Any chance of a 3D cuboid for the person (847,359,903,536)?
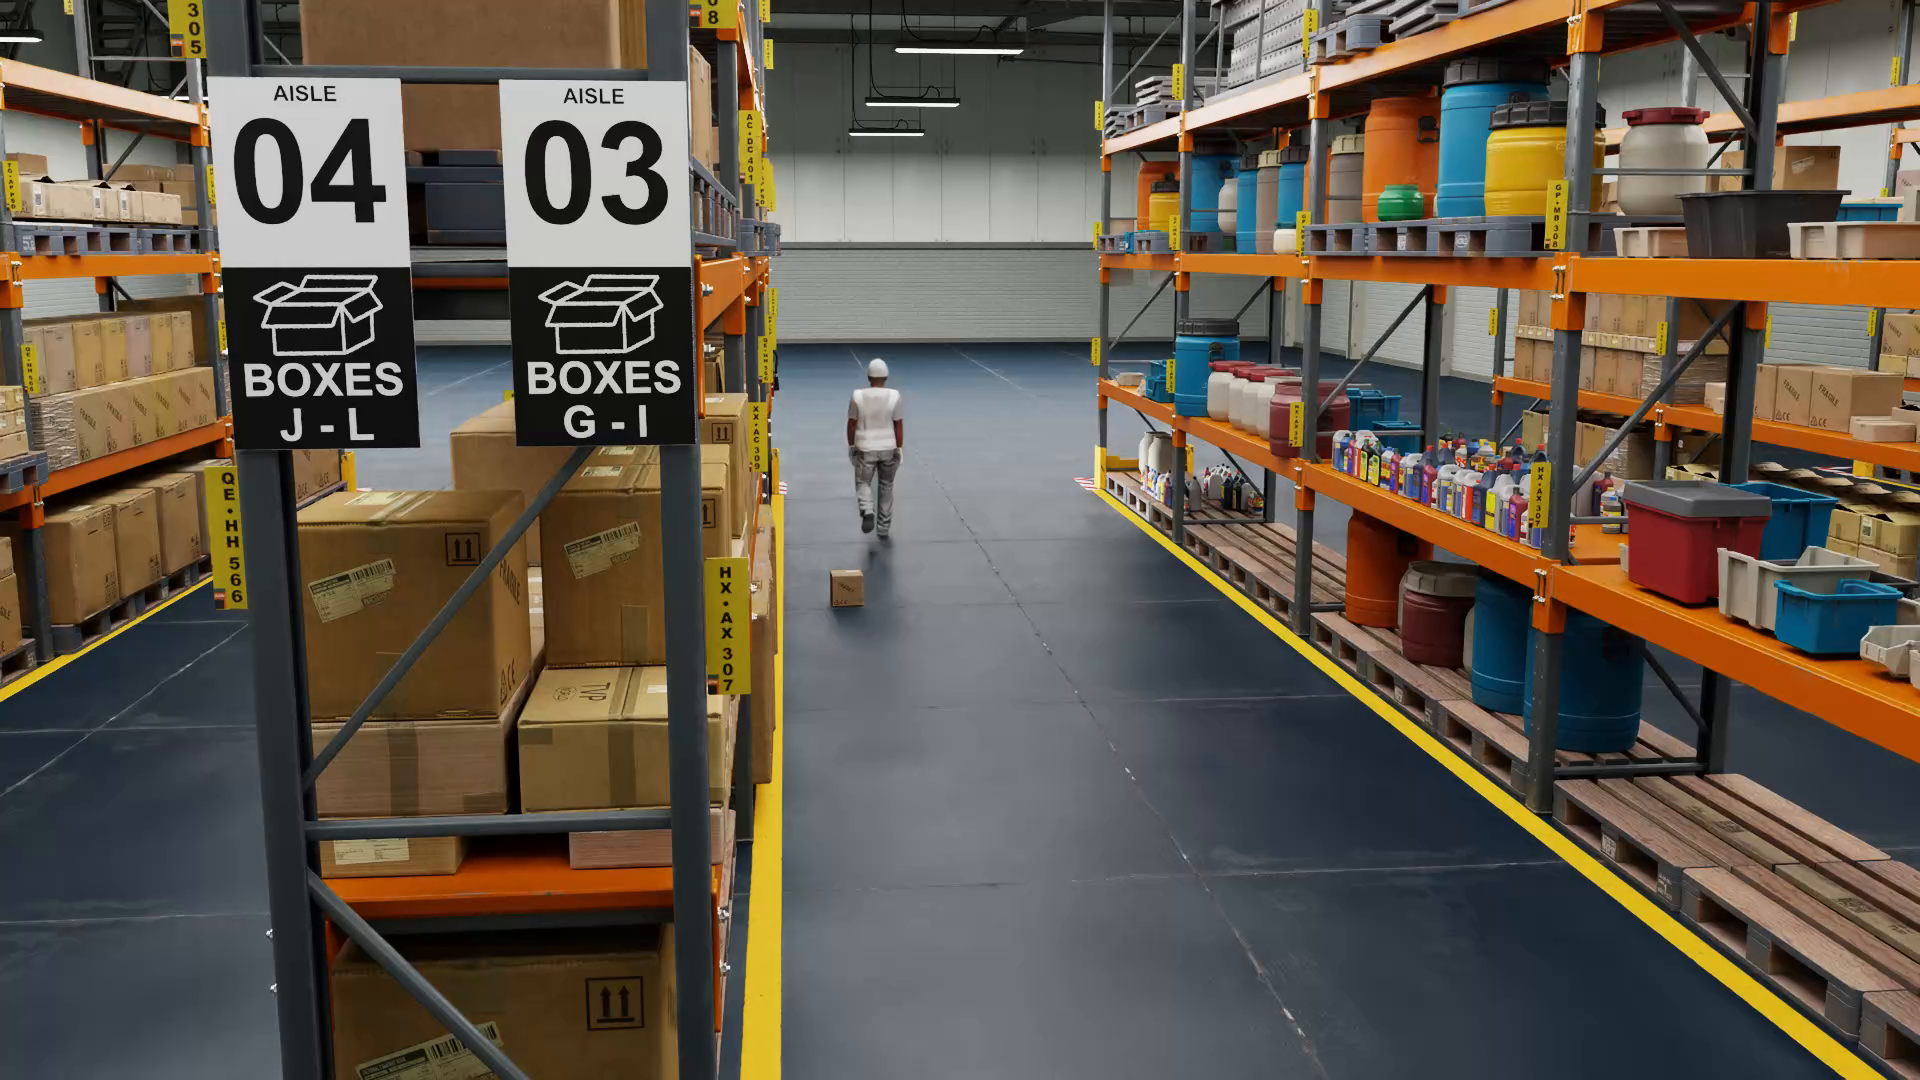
[{"bbox_3d":[-0.834,-0.897,16.414,0.551,1.769,0.731,-1,10,-5],"label":"person"}]
